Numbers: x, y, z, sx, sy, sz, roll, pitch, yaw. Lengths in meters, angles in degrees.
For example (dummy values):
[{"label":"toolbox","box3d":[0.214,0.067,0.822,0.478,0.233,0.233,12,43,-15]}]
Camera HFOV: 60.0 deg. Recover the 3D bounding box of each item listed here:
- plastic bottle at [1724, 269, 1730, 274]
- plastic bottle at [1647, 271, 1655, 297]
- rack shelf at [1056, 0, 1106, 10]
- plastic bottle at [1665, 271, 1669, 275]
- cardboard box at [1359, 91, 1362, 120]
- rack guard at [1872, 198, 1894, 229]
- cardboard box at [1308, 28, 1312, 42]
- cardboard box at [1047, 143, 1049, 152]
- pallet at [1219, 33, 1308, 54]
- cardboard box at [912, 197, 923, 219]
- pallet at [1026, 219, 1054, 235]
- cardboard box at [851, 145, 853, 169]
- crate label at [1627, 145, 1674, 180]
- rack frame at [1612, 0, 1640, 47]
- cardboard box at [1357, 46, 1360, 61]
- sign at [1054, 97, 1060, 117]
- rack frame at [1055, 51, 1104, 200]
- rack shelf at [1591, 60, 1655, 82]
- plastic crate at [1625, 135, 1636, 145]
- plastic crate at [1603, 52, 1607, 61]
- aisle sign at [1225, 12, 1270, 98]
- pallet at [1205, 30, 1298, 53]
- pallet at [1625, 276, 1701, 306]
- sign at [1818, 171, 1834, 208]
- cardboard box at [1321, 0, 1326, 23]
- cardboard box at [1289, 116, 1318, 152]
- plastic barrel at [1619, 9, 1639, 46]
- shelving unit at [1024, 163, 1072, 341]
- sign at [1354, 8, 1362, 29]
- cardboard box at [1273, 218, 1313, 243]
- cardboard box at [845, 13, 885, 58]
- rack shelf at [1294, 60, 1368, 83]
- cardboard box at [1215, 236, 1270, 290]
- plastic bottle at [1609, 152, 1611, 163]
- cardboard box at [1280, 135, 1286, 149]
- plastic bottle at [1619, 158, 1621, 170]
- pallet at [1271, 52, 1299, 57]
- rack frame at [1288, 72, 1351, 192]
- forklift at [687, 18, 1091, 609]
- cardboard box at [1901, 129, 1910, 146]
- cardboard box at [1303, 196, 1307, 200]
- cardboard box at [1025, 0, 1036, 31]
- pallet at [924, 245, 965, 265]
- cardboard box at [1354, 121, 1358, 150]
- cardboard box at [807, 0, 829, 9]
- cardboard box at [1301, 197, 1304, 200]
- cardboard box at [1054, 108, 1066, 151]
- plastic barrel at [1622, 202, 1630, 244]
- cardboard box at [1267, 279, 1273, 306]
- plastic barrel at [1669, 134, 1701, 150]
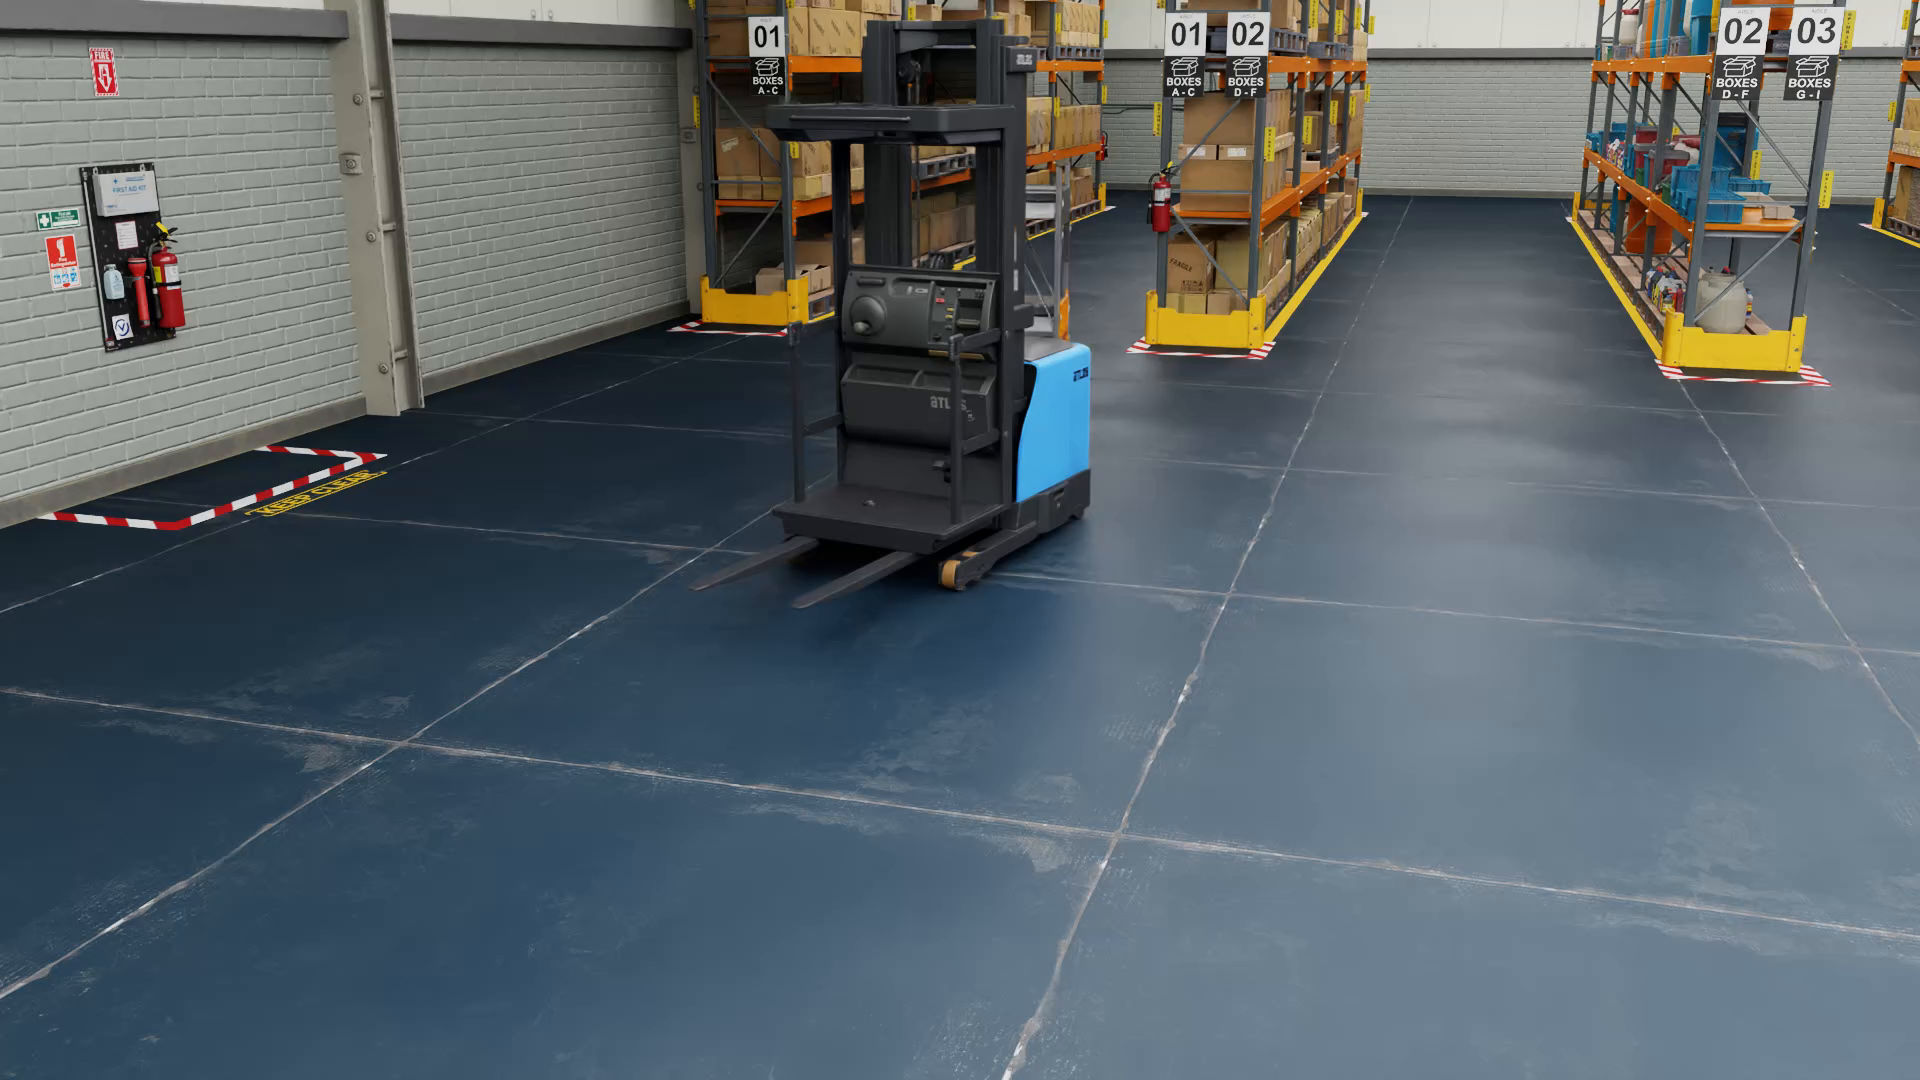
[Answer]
[{"label":"plastic bottle","box3d":[8.402,-2.793,18.228,0.144,0.351,0.185,4,16,13]},{"label":"plastic bottle","box3d":[7.787,-2.862,18.609,0.152,0.276,0.135,5,17,18]},{"label":"rack shelf","box3d":[1.706,-9.829,30.043,1.077,0.370,4.000,5,16,16]},{"label":"plastic bottle","box3d":[7.889,-2.858,18.579,0.061,0.283,0.133,5,16,16]},{"label":"cardboard box","box3d":[6.877,-7.745,29.622,0.500,0.500,0.500,5,17,17]},{"label":"rack guard","box3d":[16.529,-5.656,28.855,1.175,0.500,0.348,5,16,16]},{"label":"cardboard box","box3d":[4.372,-6.691,21.931,0.500,0.250,0.500,4,16,15]},{"label":"cardboard box","box3d":[1.313,-6.737,28.507,0.380,0.149,0.250,5,17,16]},{"label":"pallet","box3d":[3.397,-5.657,18.943,1.003,0.211,1.213,5,16,16]},{"label":"cardboard box","box3d":[-0.820,-4.544,22.755,0.500,0.250,0.500,4,16,15]},{"label":"pallet","box3d":[0.991,-5.409,28.513,1.003,0.211,1.213,5,16,16]},{"label":"cardboard box","box3d":[-1.546,-4.482,18.997,0.500,0.500,0.500,4,16,14]},{"label":"crate label","box3d":[8.958,-4.922,21.619,0.502,0.435,0.616,5,16,16]},{"label":"rack frame","box3d":[10.636,-9.076,25.337,1.000,3.000,0.127,5,16,16]},{"label":"cardboard box","box3d":[6.553,-8.315,28.426,0.500,0.250,0.500,5,16,16]},{"label":"sign","box3d":[1.661,-7.438,28.578,0.100,0.325,0.005,5,16,16]},{"label":"rack frame","box3d":[2.275,-8.005,32.554,1.000,3.000,0.127,5,16,16]},{"label":"rack shelf","box3d":[11.205,-7.810,27.689,1.077,0.370,4.000,5,16,16]},{"label":"plastic crate","box3d":[11.247,-6.547,27.522,0.437,0.282,0.530,5,16,16]},{"label":"plastic crate","box3d":[10.633,-7.868,27.060,0.293,0.136,0.466,5,16,16]},{"label":"aisle sign","box3d":[2.753,-4.645,15.946,0.394,0.787,0.004,5,16,16]},{"label":"pallet","box3d":[3.049,-5.339,17.822,1.003,0.211,1.213,5,16,16]},{"label":"pallet","box3d":[8.549,-2.964,19.892,1.003,0.211,1.213,5,16,16]},{"label":"sign","box3d":[7.752,-3.140,14.895,0.100,0.325,0.005,5,16,16]},{"label":"cardboard box","box3d":[5.027,-7.748,24.136,0.500,0.500,0.500,5,16,16]},{"label":"cardboard box","box3d":[4.823,-5.952,24.365,0.700,0.500,0.500,-1,16,-3]},{"label":"plastic barrel","box3d":[10.247,-7.782,25.254,0.433,0.535,0.433,0,16,0]},{"label":"shelving unit","box3d":[0.463,-1.332,10.673,0.431,2.100,0.503,3,16,9]},{"label":"sign","box3d":[6.422,-8.414,26.832,0.100,0.325,0.005,5,16,16]},{"label":"cardboard box","box3d":[4.407,-4.122,22.107,0.500,0.311,0.500,5,17,17]},{"label":"cardboard box","box3d":[-1.198,-6.083,20.063,0.500,0.500,0.500,3,16,11]},{"label":"rack shelf","box3d":[6.457,-8.195,29.047,1.077,0.370,4.000,5,16,16]},{"label":"cardboard box","box3d":[2.984,-2.930,17.556,0.500,0.500,0.500,5,16,16]},{"label":"plastic bottle","box3d":[9.921,-5.828,25.244,0.097,0.201,0.097,0,16,0]},{"label":"cardboard box","box3d":[3.525,-4.552,19.011,0.380,0.149,0.250,5,16,16]},{"label":"plastic bottle","box3d":[9.405,-5.352,23.567,0.097,0.201,0.097,0,16,0]},{"label":"pallet","box3d":[3.853,-6.065,20.568,0.805,0.209,1.217,4,16,14]},{"label":"rack frame","box3d":[5.888,-6.575,27.514,1.000,3.000,0.127,5,16,16]},{"label":"forklift","box3d":[-0.332,-1.279,8.967,1.130,2.935,3.031,8,18,27]},{"label":"cardboard box","box3d":[15.985,-6.682,27.621,0.500,0.250,0.500,4,16,15]},{"label":"cardboard box","box3d":[5.227,-5.206,26.461,0.500,0.500,0.500,5,17,17]},{"label":"cardboard box","box3d":[1.113,-9.141,29.010,0.500,0.500,0.500,4,16,15]},{"label":"pallet","box3d":[-0.571,-4.048,23.713,1.003,0.211,1.213,5,16,16]},{"label":"cardboard box","box3d":[6.724,-7.133,29.299,0.500,0.500,0.500,4,16,15]},{"label":"cardboard box","box3d":[-1.739,-6.010,17.972,0.500,0.500,0.500,4,16,15]},{"label":"cardboard box","box3d":[5.091,-5.444,25.928,0.500,0.250,0.500,4,16,15]},{"label":"cardboard box","box3d":[1.308,-7.243,29.319,0.980,0.700,0.700,5,17,17]},{"label":"plastic barrel","box3d":[9.943,-4.610,24.236,0.600,0.588,0.708,5,16,16]},{"label":"cardboard box","box3d":[3.125,-2.700,18.120,0.500,0.250,0.500,5,16,16]},{"label":"plastic barrel","box3d":[9.658,-5.064,21.937,0.600,0.536,0.708,5,16,16]}]
